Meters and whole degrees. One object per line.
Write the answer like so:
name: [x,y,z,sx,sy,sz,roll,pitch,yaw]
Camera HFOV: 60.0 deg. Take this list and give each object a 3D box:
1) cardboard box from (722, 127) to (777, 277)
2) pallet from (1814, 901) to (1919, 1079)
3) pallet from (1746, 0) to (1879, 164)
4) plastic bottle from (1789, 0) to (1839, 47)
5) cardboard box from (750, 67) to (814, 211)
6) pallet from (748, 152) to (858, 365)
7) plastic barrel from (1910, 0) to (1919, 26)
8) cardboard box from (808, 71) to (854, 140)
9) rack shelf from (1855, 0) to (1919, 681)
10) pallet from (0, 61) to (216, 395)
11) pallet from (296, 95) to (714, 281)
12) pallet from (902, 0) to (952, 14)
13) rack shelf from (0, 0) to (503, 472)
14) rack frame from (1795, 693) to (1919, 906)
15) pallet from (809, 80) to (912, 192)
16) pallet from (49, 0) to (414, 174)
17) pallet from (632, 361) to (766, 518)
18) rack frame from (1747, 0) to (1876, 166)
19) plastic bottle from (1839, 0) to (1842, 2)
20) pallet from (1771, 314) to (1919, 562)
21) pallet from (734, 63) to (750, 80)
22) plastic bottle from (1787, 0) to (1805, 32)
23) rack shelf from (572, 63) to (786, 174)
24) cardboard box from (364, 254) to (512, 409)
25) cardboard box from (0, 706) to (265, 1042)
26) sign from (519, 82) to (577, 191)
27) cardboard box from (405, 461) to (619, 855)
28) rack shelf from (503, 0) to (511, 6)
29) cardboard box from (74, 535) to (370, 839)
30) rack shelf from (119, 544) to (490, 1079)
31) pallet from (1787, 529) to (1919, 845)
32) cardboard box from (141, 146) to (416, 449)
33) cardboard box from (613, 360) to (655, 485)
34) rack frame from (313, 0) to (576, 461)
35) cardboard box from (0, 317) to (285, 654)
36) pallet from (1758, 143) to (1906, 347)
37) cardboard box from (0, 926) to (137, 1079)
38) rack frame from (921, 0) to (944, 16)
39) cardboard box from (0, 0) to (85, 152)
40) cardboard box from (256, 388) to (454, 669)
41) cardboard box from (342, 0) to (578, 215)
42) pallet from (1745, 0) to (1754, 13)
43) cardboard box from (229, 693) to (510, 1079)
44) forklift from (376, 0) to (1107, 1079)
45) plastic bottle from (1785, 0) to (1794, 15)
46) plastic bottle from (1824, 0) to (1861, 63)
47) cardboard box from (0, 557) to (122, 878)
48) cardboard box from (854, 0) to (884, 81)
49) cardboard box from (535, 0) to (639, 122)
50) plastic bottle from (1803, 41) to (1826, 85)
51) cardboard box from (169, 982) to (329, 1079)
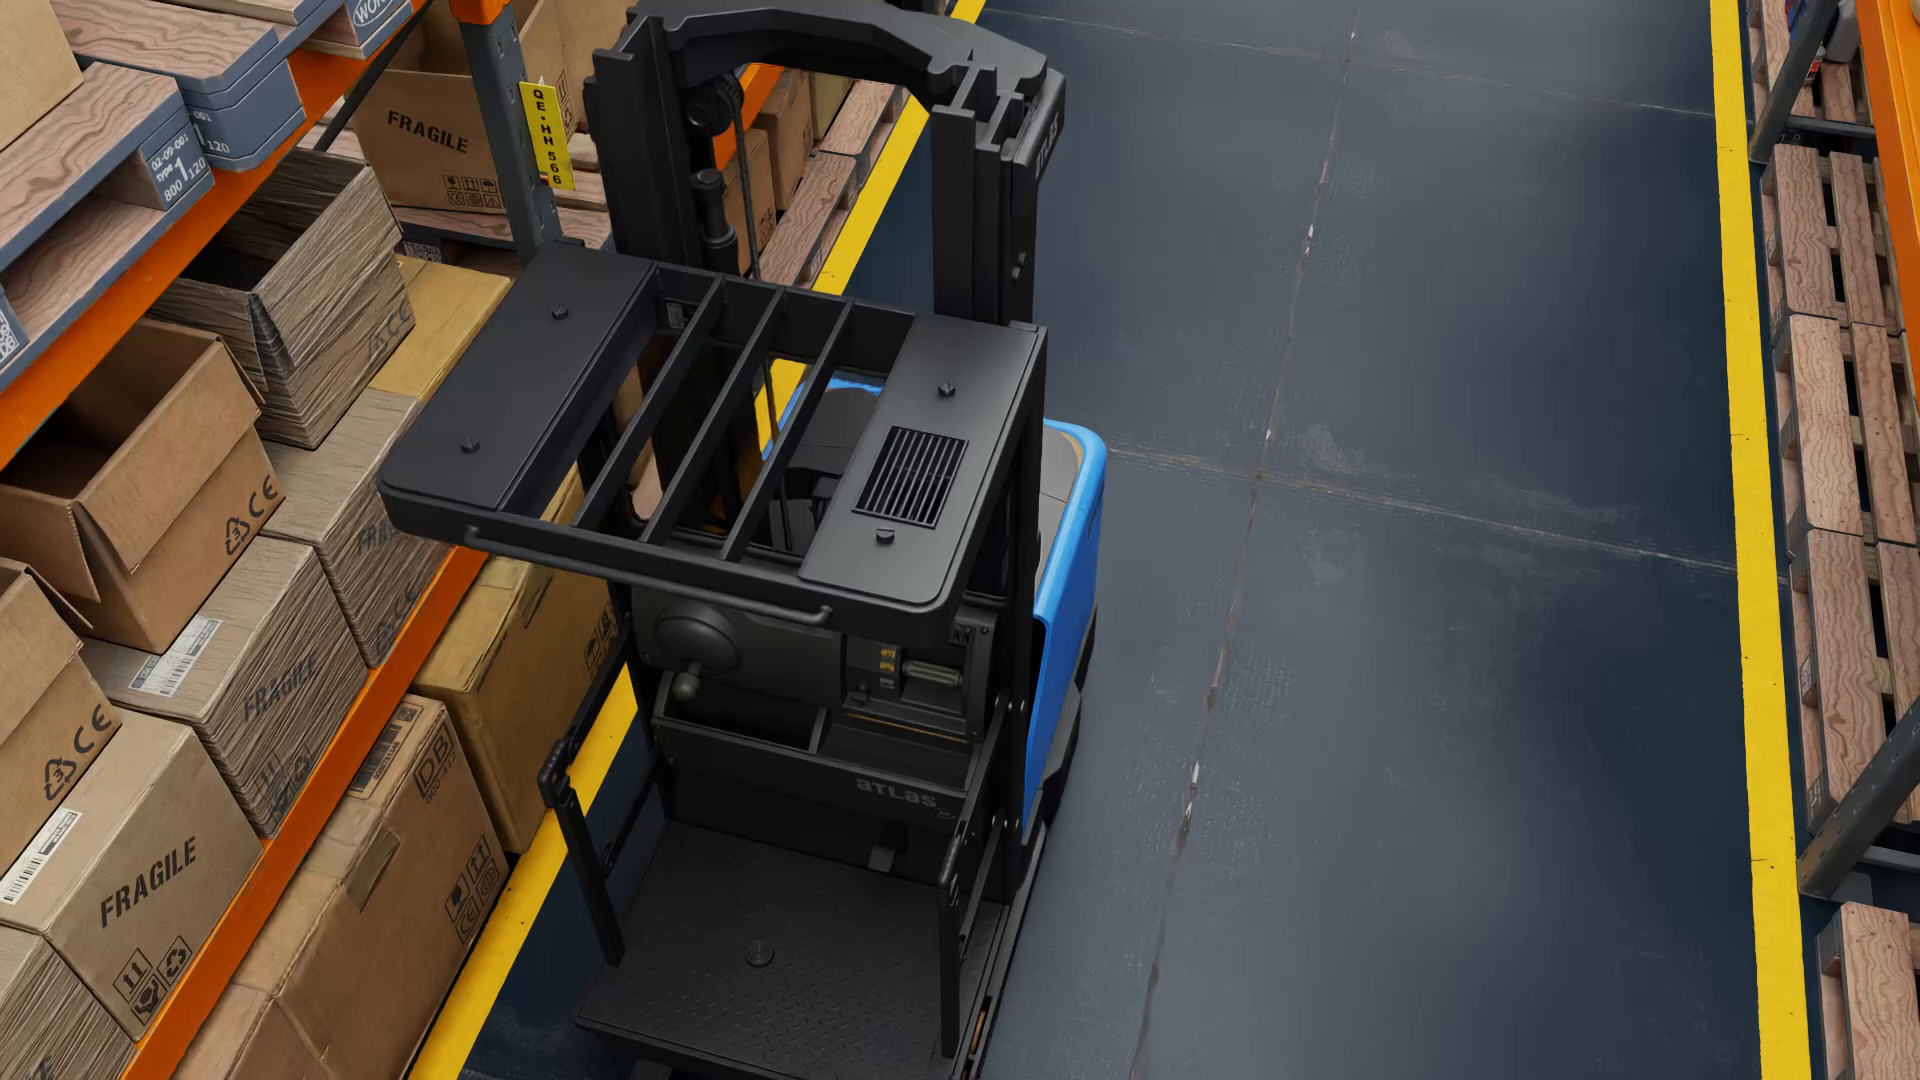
cardboard box: [-1.197,-1.415,6.872,0.700,0.500,0.500,15,50,13]
pallet: [2.981,1.685,4.622,1.003,0.211,1.213,12,50,10]
pallet: [4.418,-2.264,8.107,1.003,0.211,1.213,12,50,10]
plastic bottle: [4.092,-2.501,7.930,0.144,0.351,0.185,10,49,9]
cardboard box: [-1.051,-1.819,7.229,0.700,0.500,0.500,8,49,7]
pallet: [-1.100,-1.315,7.270,1.003,0.211,1.213,12,50,10]
plastic barrel: [3.737,-2.105,6.017,0.433,0.535,0.433,0,49,0]
cardboard box: [-0.904,-2.224,7.586,0.700,0.500,0.500,11,50,10]
rack shelf: [3.674,-1.024,5.633,1.077,0.370,4.000,12,50,10]
pallet: [-2.040,-0.438,2.761,1.003,0.211,1.213,14,50,12]
pallet: [-1.546,-1.266,5.495,1.213,0.211,1.003,12,50,10]
pallet: [-0.435,-3.257,8.983,1.003,0.211,1.213,12,50,10]
rack shelf: [-2.157,-0.101,2.818,1.077,0.370,4.000,12,50,10]
rack frame: [3.148,0.184,4.087,1.000,3.000,0.127,12,50,10]
pallet: [-0.781,-2.200,8.051,1.003,0.211,1.213,12,50,10]
pallet: [-1.749,-1.247,3.475,1.213,0.211,1.003,14,50,12]
pallet: [-1.423,-0.435,6.493,1.003,0.211,1.213,12,50,10]
rack frame: [4.201,-2.709,6.640,1.000,3.000,0.127,12,50,10]
plastic bottle: [4.292,-2.604,8.071,0.152,0.276,0.135,12,50,10]
pallet: [3.712,-0.325,6.396,1.003,0.211,1.213,12,50,10]
pallet: [-1.149,-2.170,6.292,1.003,0.211,1.213,12,50,10]
plastic bottle: [4.143,-2.640,8.052,0.144,0.351,0.185,9,49,8]
rack shelf: [-1.104,-2.002,6.496,1.077,0.370,4.000,12,50,10]
cardboard box: [-1.521,-0.420,4.554,0.500,0.500,0.500,13,50,11]
cardboard box: [-1.926,0.683,3.580,0.500,0.500,0.500,12,50,11]
sign: [-1.094,-1.069,4.421,0.100,0.325,0.005,12,50,10]
cardboard box: [-1.832,0.266,5.152,1.225,0.875,0.875,9,49,8]
rack shelf: [-1.104,-2.994,5.371,1.077,0.370,4.000,12,50,10]
cardboard box: [-1.792,0.315,3.904,0.500,0.500,0.500,10,49,9]
rack shelf: [-2.157,0.891,3.942,1.077,0.370,4.000,12,50,10]
pallet: [3.389,0.554,5.620,1.003,0.211,1.213,12,50,10]
cardboard box: [-1.838,-0.633,4.072,0.797,0.503,0.637,13,50,11]
cardboard box: [-1.473,-0.600,6.153,0.700,0.500,0.500,9,49,8]
rack frame: [-1.630,-0.793,4.949,1.000,3.000,0.127,12,50,10]
cardboard box: [-2.013,-0.162,3.656,0.797,0.503,0.637,13,50,11]
pallet: [4.031,-1.211,7.178,1.003,0.211,1.213,12,50,10]
cardboard box: [-2.057,1.058,3.249,0.500,0.500,0.500,11,49,9]
rack frame: [-0.578,-3.686,7.503,1.000,3.000,0.127,12,50,10]
cardboard box: [-1.864,-0.861,2.662,0.500,0.500,0.500,14,50,12]
cardboard box: [-1.658,-0.061,4.236,0.500,0.500,0.500,11,50,10]
cardboard box: [-1.527,-1.364,5.106,0.500,0.500,0.500,6,49,5]
pallet: [4.737,-3.149,8.889,1.003,0.211,1.213,12,50,10]
cardboard box: [-2.074,0.909,4.584,1.225,0.875,0.875,12,50,10]
forklift: [-0.429,0.365,3.973,1.130,2.935,3.031,12,50,11]
plastic bottle: [4.145,-2.743,8.189,0.061,0.283,0.133,15,50,13]
plastic bottle: [4.231,-2.472,7.905,0.144,0.351,0.185,12,50,10]
cardboard box: [-2.183,0.325,3.227,0.797,0.503,0.637,13,50,11]
cardboard box: [-0.760,-2.565,7.887,0.700,0.500,0.500,8,49,7]
cardboard box: [-1.476,-1.787,5.480,0.700,0.500,0.500,18,51,16]
plastic bottle: [3.996,-2.253,7.810,0.097,0.201,0.097,0,49,0]
cardboard box: [-2.300,1.551,4.018,1.225,0.875,0.875,10,49,9]
